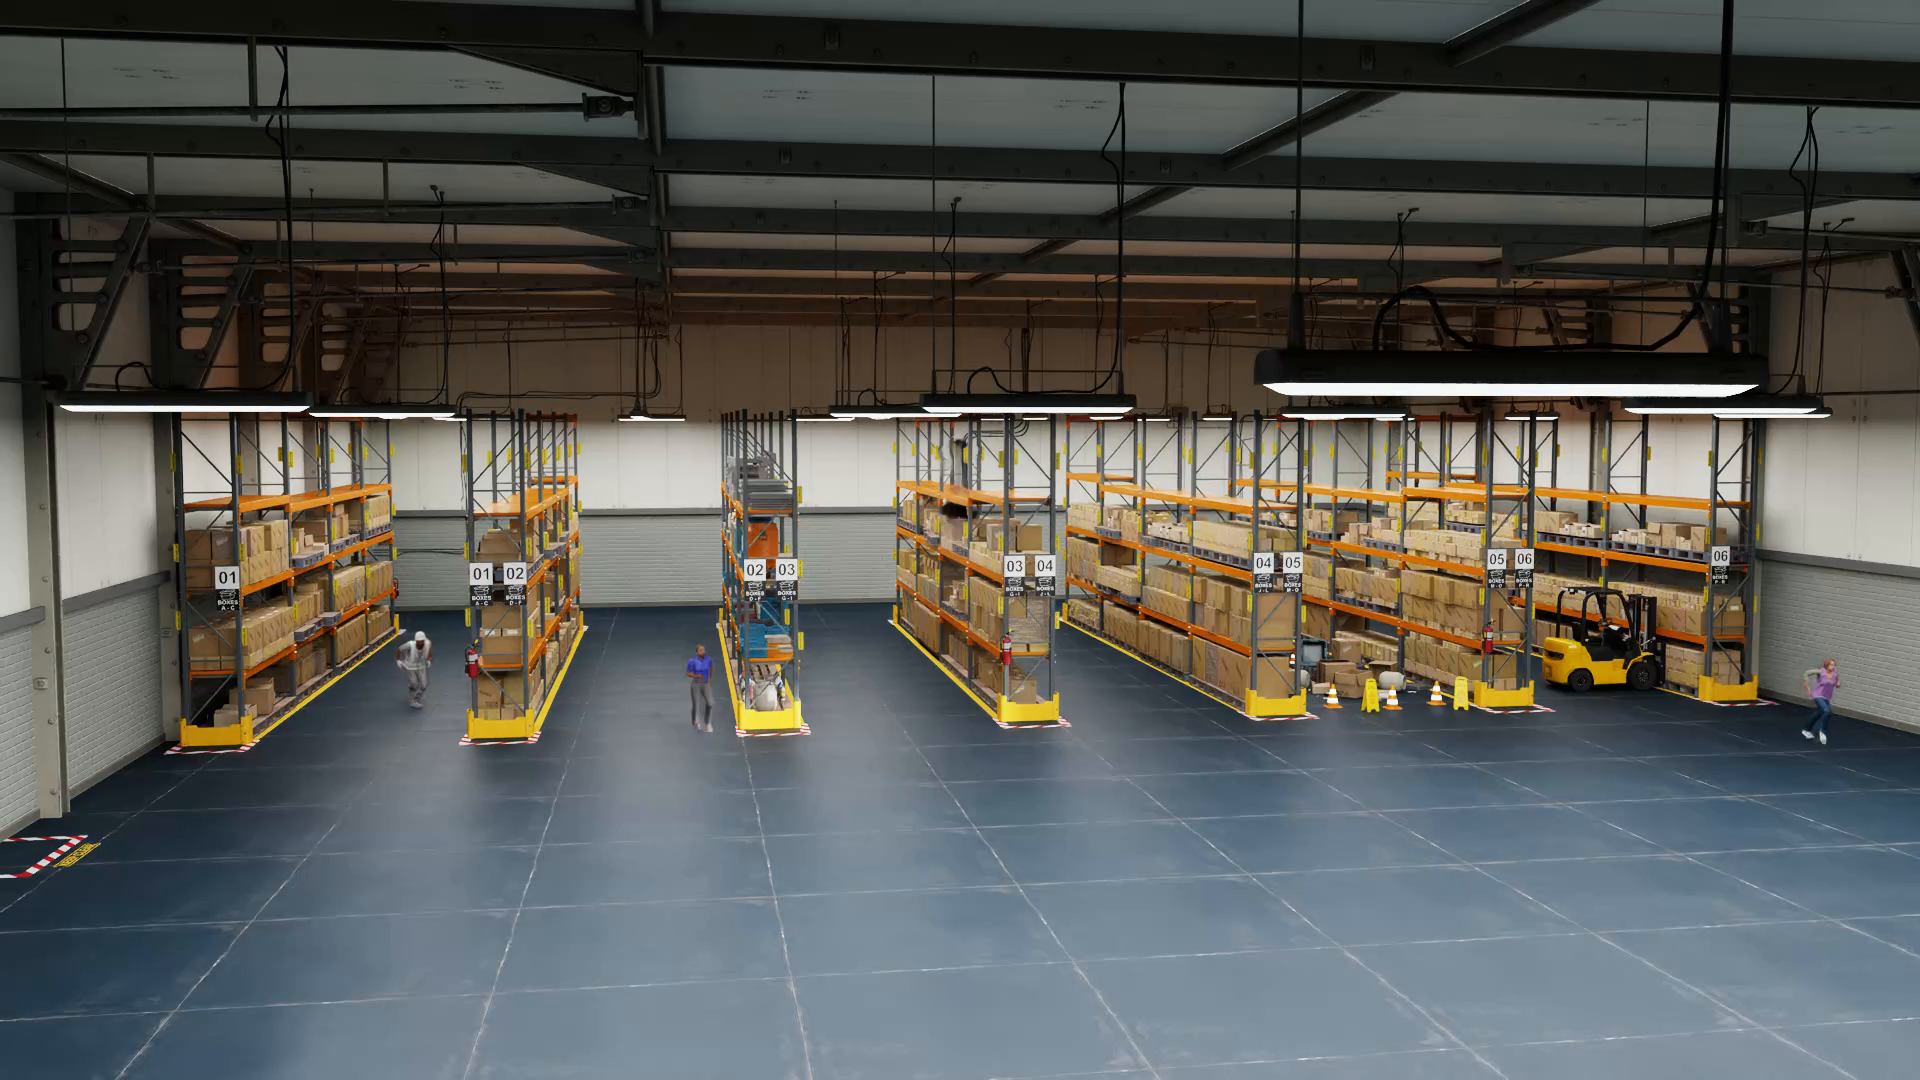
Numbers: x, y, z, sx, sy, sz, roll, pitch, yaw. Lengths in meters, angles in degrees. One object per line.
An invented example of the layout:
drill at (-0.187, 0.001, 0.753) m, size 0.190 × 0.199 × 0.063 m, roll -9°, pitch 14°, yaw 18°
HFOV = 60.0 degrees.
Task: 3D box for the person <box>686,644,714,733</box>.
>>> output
person at (-4.830, 2.766, 30.956) m, size 0.590 × 1.660 × 0.785 m, roll -2°, pitch 4°, yaw -25°

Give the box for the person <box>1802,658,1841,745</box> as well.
person at (15.418, 2.859, 29.782) m, size 0.529 × 1.557 × 0.855 m, roll -1°, pitch 4°, yaw -14°

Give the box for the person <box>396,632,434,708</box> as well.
person at (-10.952, 2.608, 33.415) m, size 0.710 × 1.583 × 0.871 m, roll -3°, pitch 5°, yaw -35°
